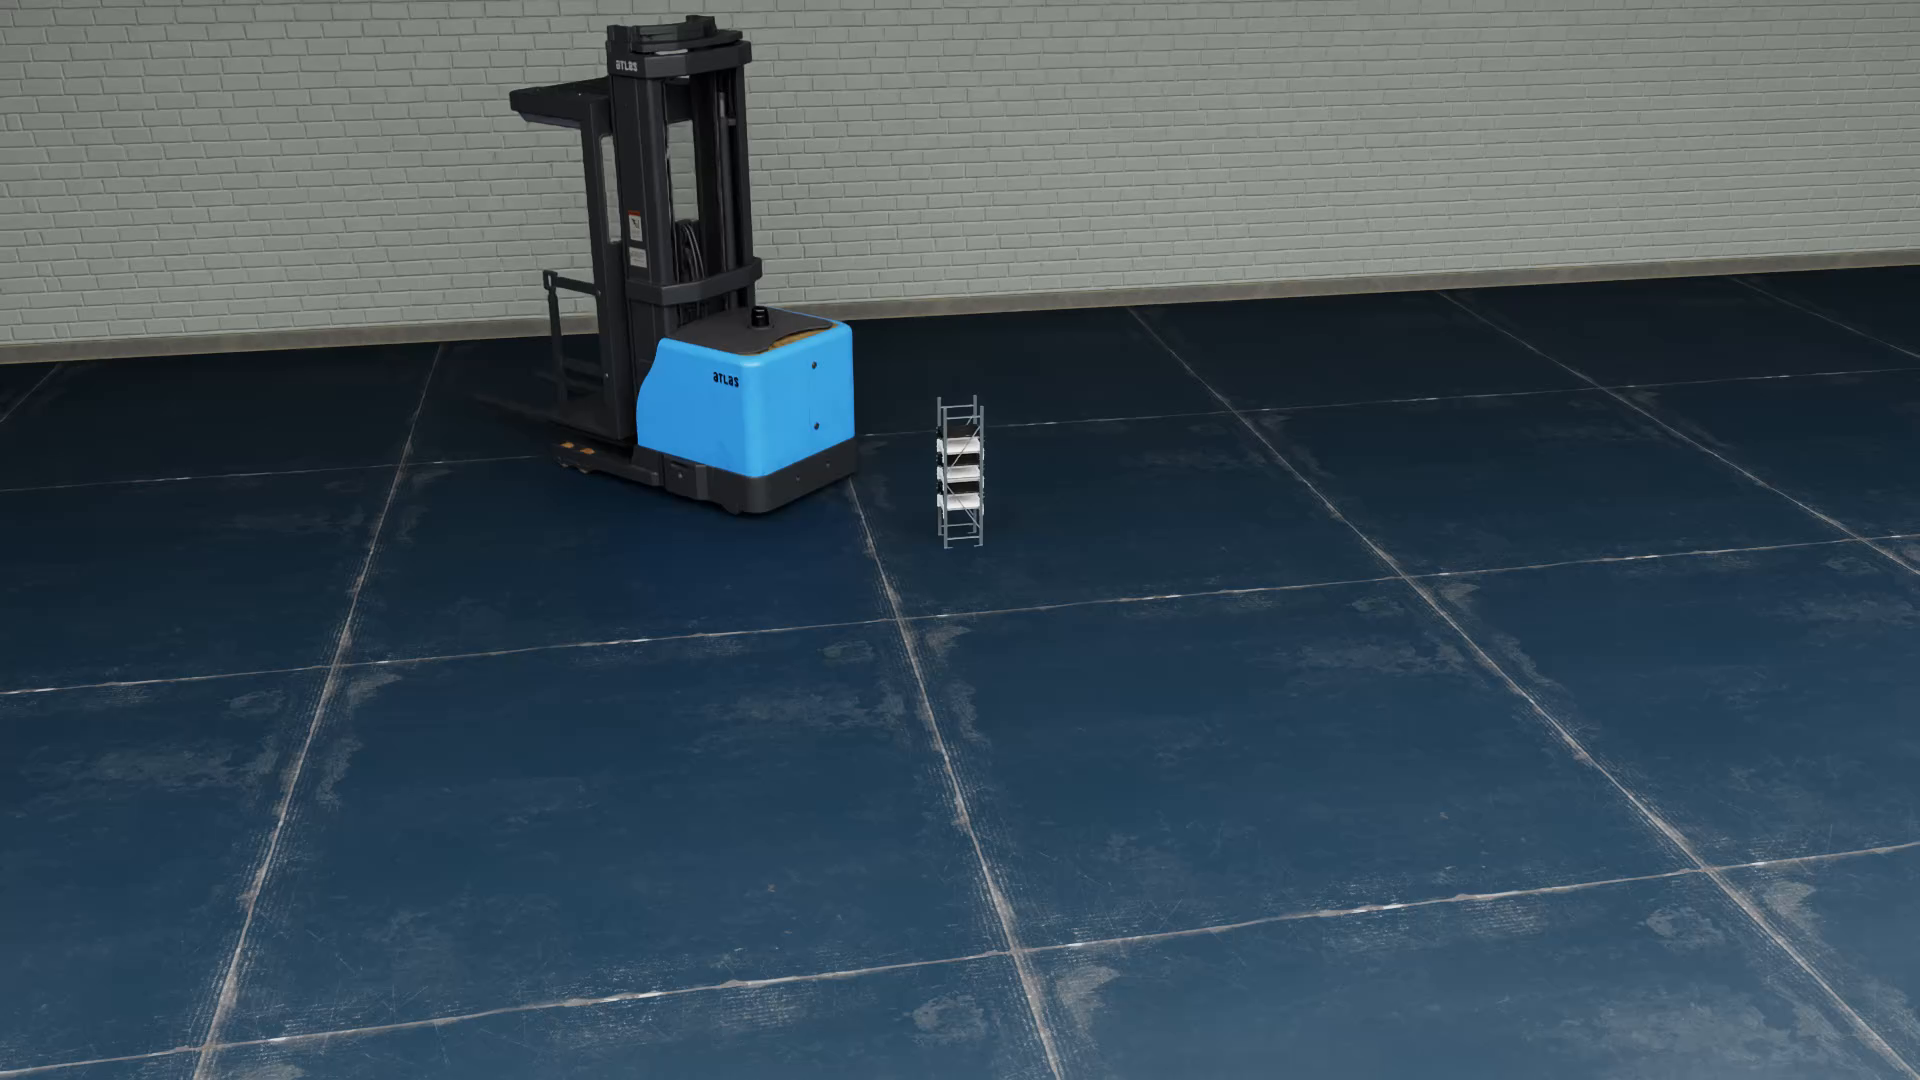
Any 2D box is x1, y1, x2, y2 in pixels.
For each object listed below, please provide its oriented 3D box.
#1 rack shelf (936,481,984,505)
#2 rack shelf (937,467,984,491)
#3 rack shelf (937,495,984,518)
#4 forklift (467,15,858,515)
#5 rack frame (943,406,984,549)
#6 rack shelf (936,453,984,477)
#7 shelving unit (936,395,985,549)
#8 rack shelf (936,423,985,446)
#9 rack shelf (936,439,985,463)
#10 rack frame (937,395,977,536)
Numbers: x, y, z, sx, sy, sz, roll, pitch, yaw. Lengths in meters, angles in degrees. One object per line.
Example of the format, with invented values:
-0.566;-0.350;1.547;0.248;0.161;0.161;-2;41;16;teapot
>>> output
0.001;-0.296;10.112;0.258;0.077;0.200;-4;24;-10;rack shelf
0.001;-0.379;10.076;0.258;0.077;0.200;-4;24;-10;rack shelf
0.001;-0.214;10.148;0.258;0.077;0.200;-4;24;-10;rack shelf
-2.177;-1.952;11.057;3.031;2.935;1.130;16;28;32;forklift
0.020;-0.369;9.971;0.240;0.900;0.006;-4;24;-10;rack frame
0.001;-0.461;10.040;0.258;0.077;0.200;-4;24;-10;rack shelf
0.001;-0.409;10.063;0.258;0.900;0.210;-4;24;-10;shelving unit
0.001;-0.626;9.968;0.258;0.077;0.200;-4;24;-10;rack shelf
0.001;-0.544;10.004;0.258;0.077;0.200;-4;24;-10;rack shelf
-0.017;-0.449;10.154;0.240;0.900;0.006;-4;24;-10;rack frame
